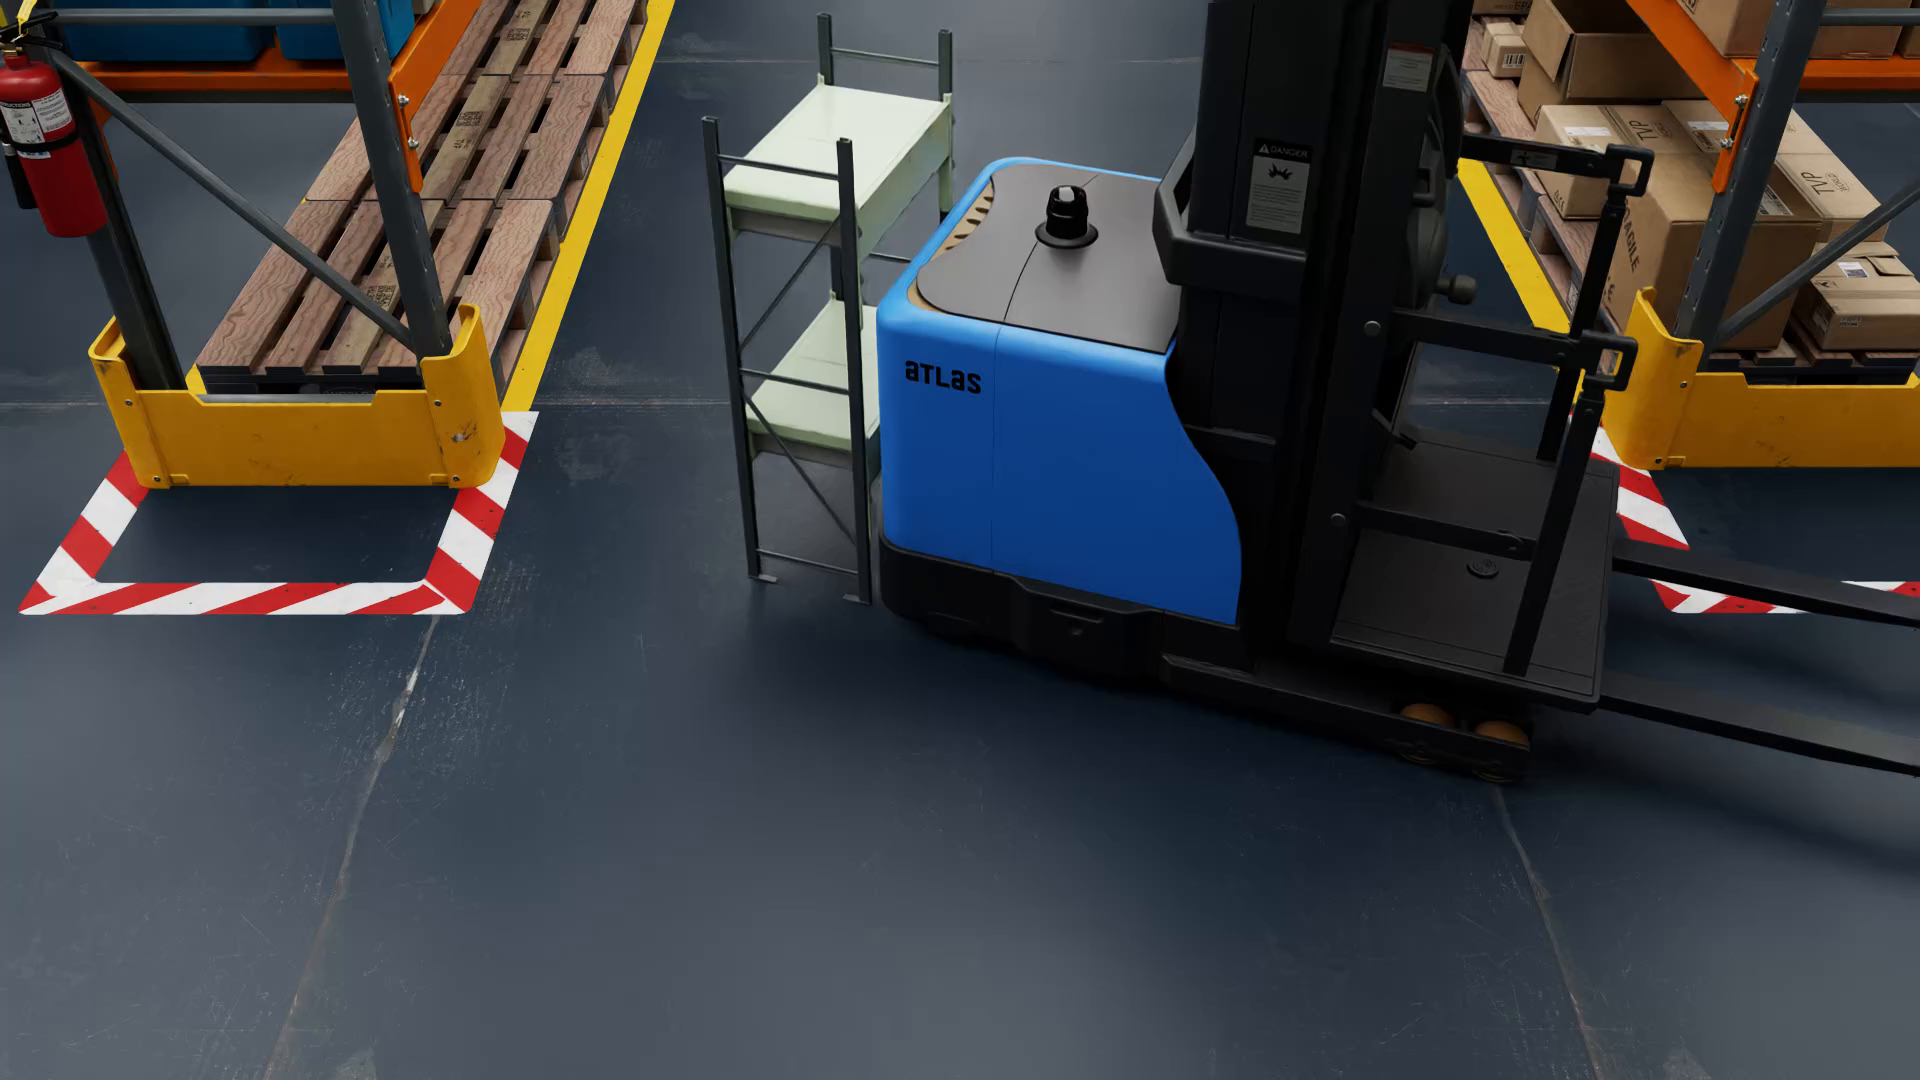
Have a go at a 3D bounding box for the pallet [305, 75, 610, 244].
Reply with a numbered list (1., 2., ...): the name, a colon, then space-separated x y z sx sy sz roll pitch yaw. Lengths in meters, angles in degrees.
1. pallet: -2.110 -1.651 7.141 1.003 0.211 1.213 0 39 0

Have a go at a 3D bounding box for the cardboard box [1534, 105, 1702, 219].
1. cardboard box: 2.586 -1.496 6.565 0.500 0.250 0.500 0 39 0

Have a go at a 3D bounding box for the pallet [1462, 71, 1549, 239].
1. pallet: 2.804 -1.682 7.181 1.003 0.211 1.213 0 39 0

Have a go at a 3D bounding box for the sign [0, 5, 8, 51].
1. sign: -2.699 -1.515 4.612 0.100 0.325 0.005 0 39 0

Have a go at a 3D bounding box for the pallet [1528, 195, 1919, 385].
1. pallet: 2.802 -0.921 6.231 1.003 0.211 1.213 0 39 0

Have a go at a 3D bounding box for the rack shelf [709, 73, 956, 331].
1. rack shelf: -0.334 -0.954 4.617 0.431 0.370 0.720 12 40 15

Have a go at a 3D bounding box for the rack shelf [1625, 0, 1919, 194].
1. rack shelf: 2.802 -2.434 6.463 1.077 0.370 4.000 0 39 0

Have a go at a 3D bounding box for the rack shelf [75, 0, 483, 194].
1. rack shelf: -2.152 -2.432 6.462 1.077 0.370 4.000 0 39 0

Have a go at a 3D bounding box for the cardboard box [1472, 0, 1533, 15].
1. cardboard box: 2.584 -2.825 8.175 0.500 0.311 0.500 0 39 0

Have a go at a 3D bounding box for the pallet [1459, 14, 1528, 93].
1. pallet: 2.799 -2.447 8.135 1.003 0.211 1.213 0 39 0

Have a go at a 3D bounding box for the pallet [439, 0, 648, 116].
1. pallet: -2.114 -2.416 8.096 1.003 0.211 1.213 0 39 0

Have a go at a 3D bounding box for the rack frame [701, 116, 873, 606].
1. rack frame: -0.456 -0.434 4.592 0.400 1.500 0.023 12 40 15

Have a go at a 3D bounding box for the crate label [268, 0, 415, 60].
1. crate label: -1.820 -1.575 4.903 0.416 0.233 0.303 0 39 0

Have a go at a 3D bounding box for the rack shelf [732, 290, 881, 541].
1. rack shelf: -0.334 -0.395 5.065 0.431 0.370 0.720 12 40 15

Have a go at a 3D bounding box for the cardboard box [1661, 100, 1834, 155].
1. cardboard box: 3.086 -1.528 6.605 0.500 0.250 0.500 0 39 0

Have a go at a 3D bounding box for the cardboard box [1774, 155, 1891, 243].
1. cardboard box: 3.087 -1.215 6.215 0.500 0.250 0.500 0 39 0

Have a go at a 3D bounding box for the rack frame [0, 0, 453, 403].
1. rack frame: -2.149 -1.462 4.676 1.000 3.000 0.127 0 39 0

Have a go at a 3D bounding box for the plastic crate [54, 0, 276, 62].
1. plastic crate: -2.336 -1.709 4.907 0.616 0.435 0.499 0 39 0

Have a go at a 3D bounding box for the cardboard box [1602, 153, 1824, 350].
1. cardboard box: 2.557 -1.000 5.746 0.500 0.500 0.500 0 39 0

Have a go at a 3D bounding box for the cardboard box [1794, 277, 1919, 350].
1. cardboard box: 3.147 -0.785 5.759 0.380 0.149 0.250 0 39 0

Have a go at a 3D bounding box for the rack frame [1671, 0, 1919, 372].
1. rack frame: 2.804 -1.464 4.678 1.000 3.000 0.127 0 39 0

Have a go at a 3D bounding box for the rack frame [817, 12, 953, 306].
1. rack frame: -0.213 -0.865 5.130 0.400 1.500 0.023 12 40 15

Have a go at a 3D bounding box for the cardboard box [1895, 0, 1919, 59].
1. cardboard box: 3.067 -1.780 4.993 0.500 0.500 0.500 1 39 1

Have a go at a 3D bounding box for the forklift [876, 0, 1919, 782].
1. forklift: 1.338 -0.874 3.997 3.031 2.935 1.130 13 40 15

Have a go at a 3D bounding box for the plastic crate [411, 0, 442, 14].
1. plastic crate: -1.738 -1.738 5.183 0.250 0.136 0.298 0 39 0

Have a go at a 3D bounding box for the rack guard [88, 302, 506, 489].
1. rack guard: -2.136 -0.472 5.439 1.175 0.500 0.348 0 39 0

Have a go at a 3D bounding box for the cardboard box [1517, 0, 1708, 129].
1. cardboard box: 2.807 -1.988 6.976 0.797 0.503 0.637 0 39 0

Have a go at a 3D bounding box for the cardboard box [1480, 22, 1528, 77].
1. cardboard box: 2.595 -2.227 7.545 0.380 0.166 0.250 0 39 0

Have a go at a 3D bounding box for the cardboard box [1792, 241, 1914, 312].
1. cardboard box: 3.147 -0.948 5.948 0.380 0.166 0.250 0 39 0

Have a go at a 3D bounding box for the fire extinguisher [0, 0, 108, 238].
1. fire extinguisher: -2.603 -1.192 4.699 0.296 0.674 0.183 0 39 0

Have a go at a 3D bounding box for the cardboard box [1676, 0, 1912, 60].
1. cardboard box: 2.531 -1.782 4.996 0.500 0.500 0.500 1 39 1

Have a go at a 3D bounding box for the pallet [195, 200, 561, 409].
1. pallet: -2.111 -0.890 6.192 1.003 0.211 1.213 0 39 0

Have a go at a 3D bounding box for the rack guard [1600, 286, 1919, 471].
1. rack guard: 2.804 -0.536 5.519 1.175 0.500 0.348 0 39 0

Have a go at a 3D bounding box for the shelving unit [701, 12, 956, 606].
1. shelving unit: -0.334 -0.649 4.861 0.431 1.500 0.755 12 40 15
